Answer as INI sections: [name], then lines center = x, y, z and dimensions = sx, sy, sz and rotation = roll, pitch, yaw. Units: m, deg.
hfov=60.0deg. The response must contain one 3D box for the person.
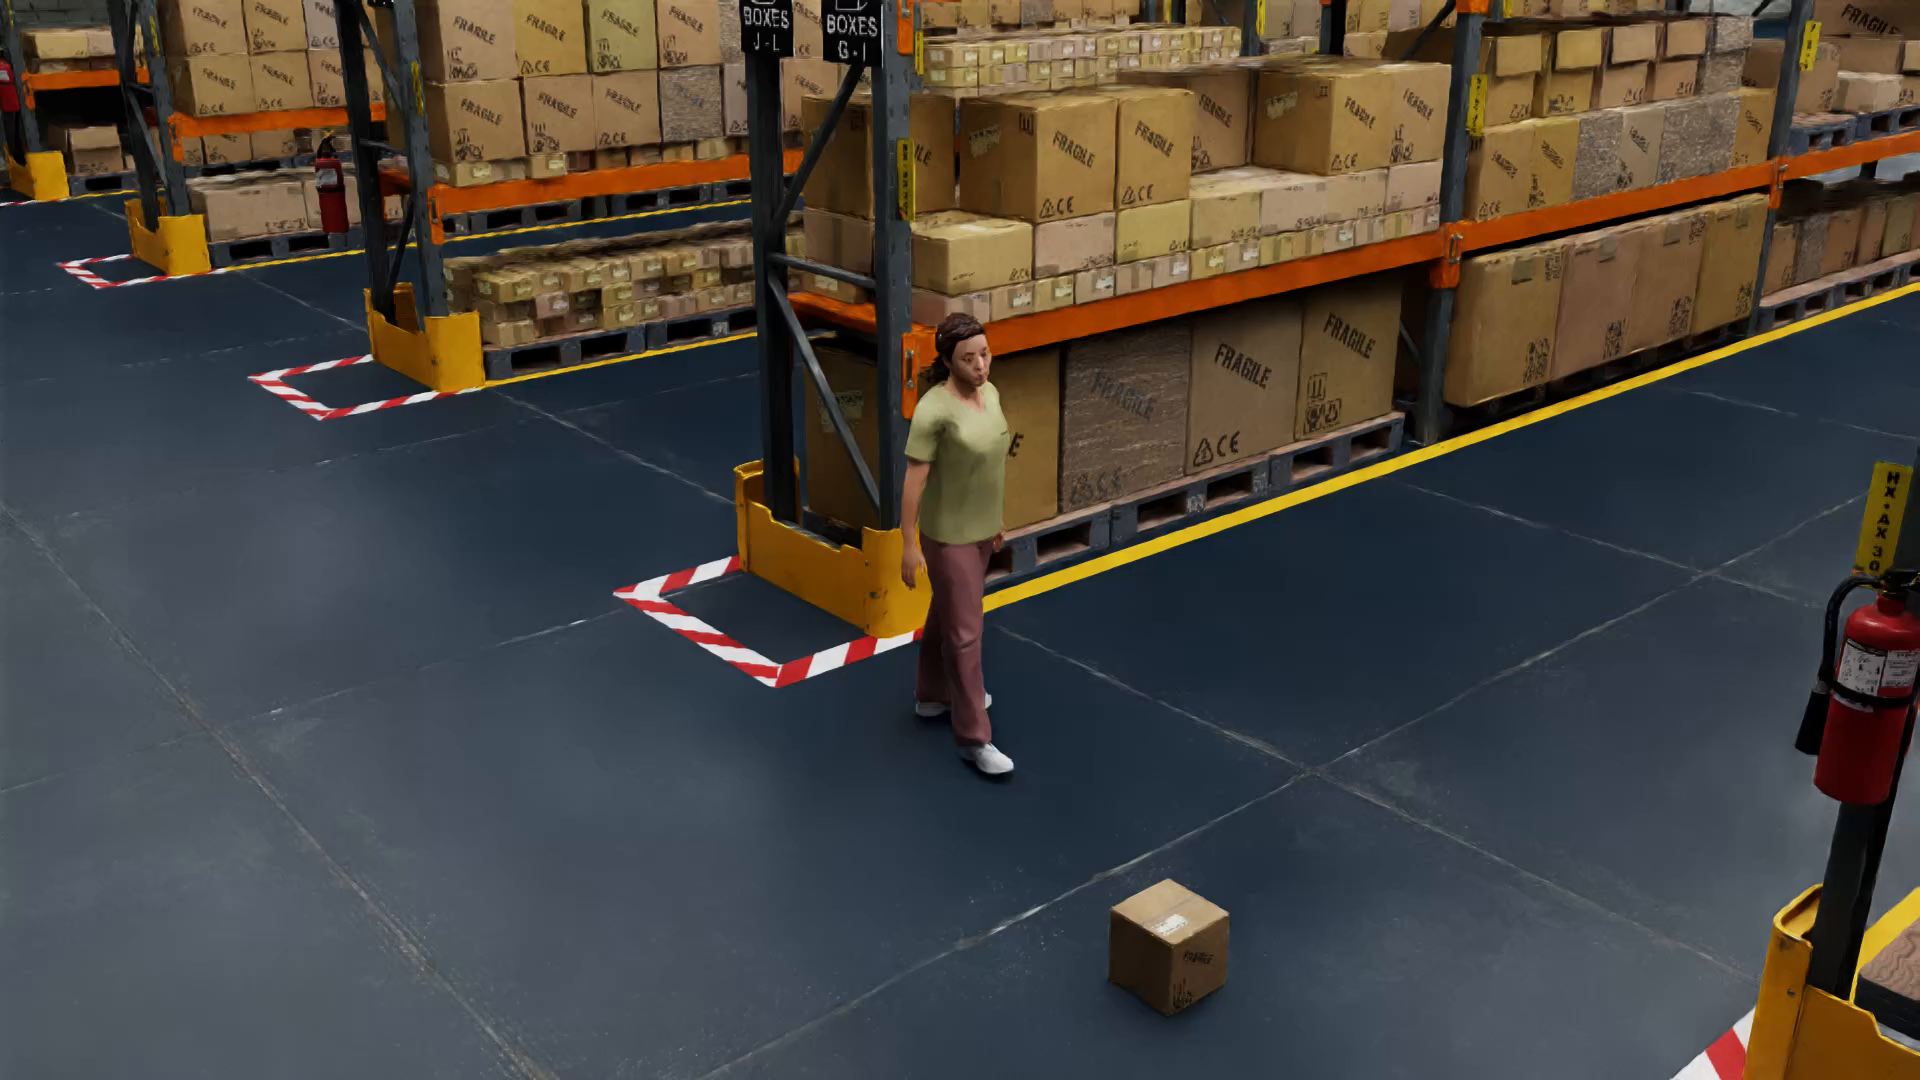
[person]
center = 0.026, -0.006, 6.073
dimensions = 0.623, 1.665, 0.576
rotation = 14, 25, 32
